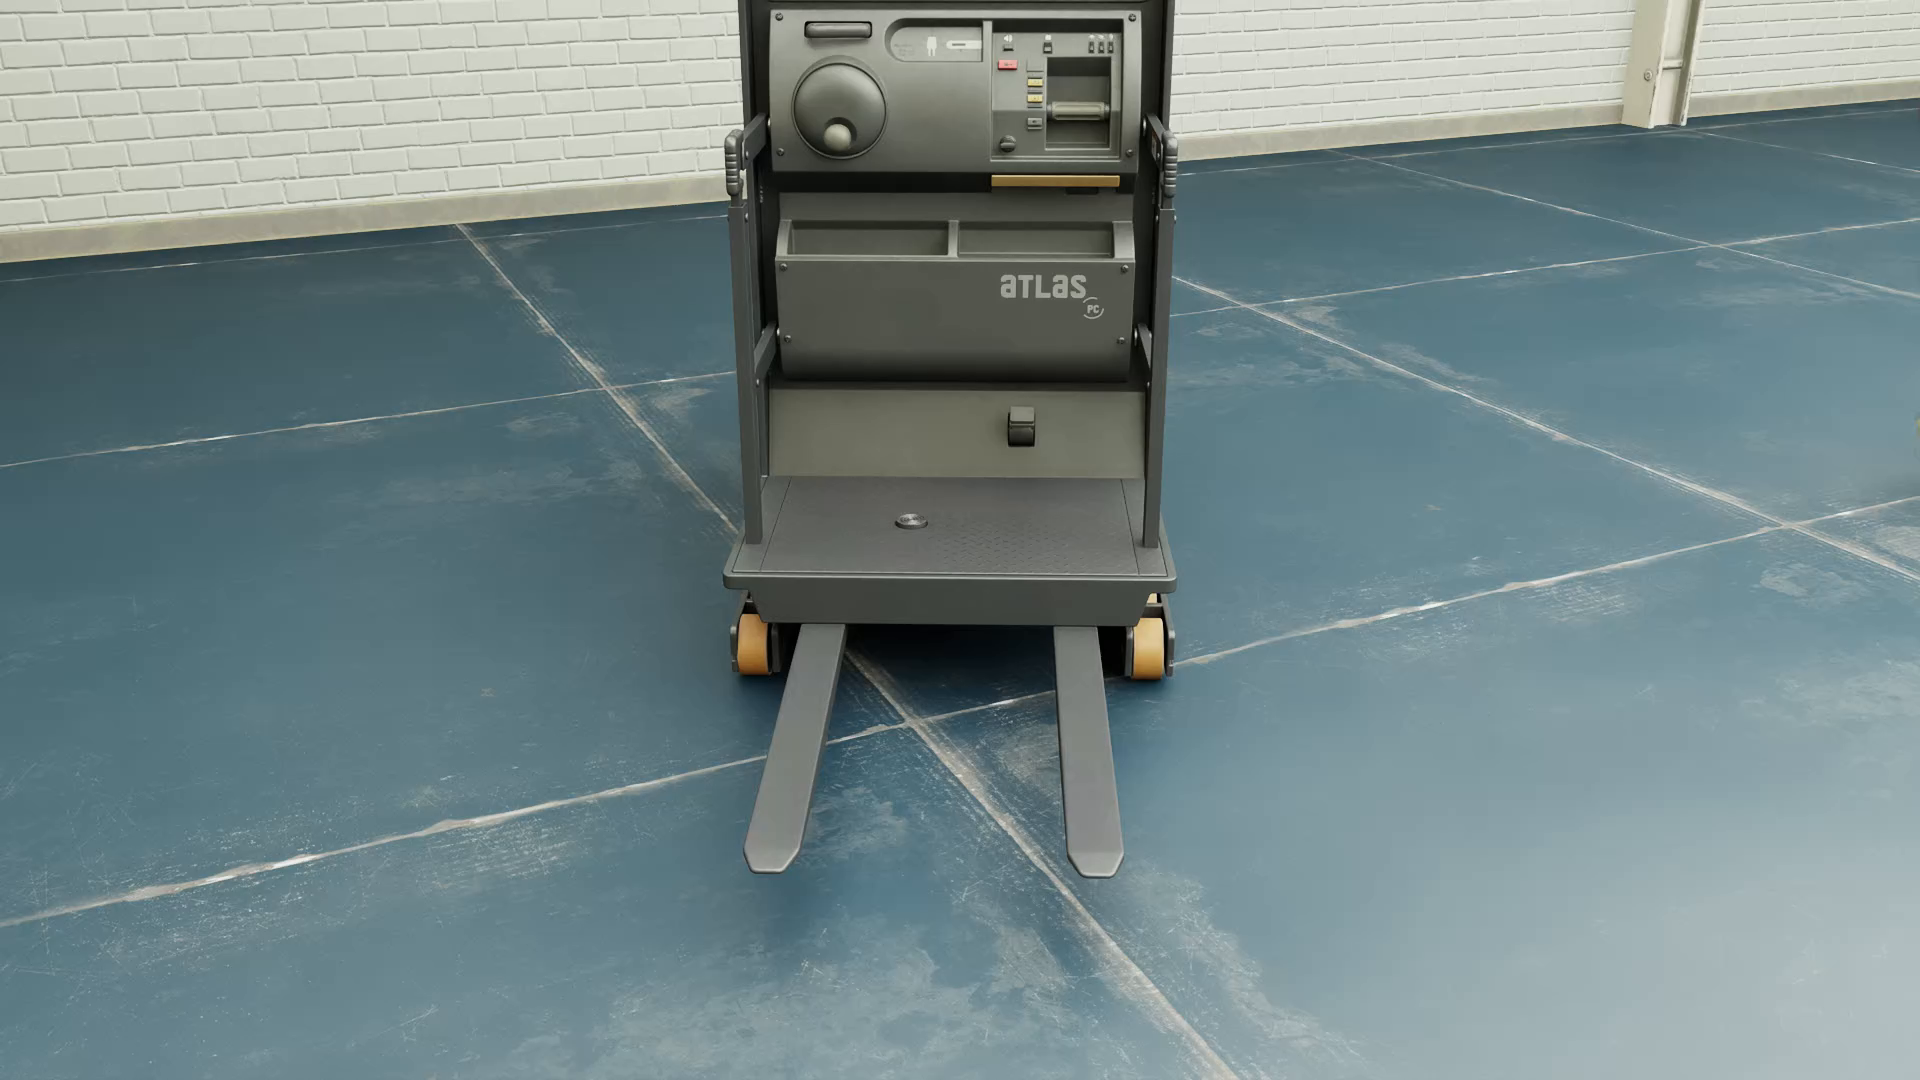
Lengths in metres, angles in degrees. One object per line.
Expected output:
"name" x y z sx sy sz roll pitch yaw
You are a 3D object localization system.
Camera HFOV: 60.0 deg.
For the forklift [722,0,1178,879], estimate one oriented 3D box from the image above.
"forklift" -0.015 -1.116 3.973 1.130 2.935 3.031 1 23 1
